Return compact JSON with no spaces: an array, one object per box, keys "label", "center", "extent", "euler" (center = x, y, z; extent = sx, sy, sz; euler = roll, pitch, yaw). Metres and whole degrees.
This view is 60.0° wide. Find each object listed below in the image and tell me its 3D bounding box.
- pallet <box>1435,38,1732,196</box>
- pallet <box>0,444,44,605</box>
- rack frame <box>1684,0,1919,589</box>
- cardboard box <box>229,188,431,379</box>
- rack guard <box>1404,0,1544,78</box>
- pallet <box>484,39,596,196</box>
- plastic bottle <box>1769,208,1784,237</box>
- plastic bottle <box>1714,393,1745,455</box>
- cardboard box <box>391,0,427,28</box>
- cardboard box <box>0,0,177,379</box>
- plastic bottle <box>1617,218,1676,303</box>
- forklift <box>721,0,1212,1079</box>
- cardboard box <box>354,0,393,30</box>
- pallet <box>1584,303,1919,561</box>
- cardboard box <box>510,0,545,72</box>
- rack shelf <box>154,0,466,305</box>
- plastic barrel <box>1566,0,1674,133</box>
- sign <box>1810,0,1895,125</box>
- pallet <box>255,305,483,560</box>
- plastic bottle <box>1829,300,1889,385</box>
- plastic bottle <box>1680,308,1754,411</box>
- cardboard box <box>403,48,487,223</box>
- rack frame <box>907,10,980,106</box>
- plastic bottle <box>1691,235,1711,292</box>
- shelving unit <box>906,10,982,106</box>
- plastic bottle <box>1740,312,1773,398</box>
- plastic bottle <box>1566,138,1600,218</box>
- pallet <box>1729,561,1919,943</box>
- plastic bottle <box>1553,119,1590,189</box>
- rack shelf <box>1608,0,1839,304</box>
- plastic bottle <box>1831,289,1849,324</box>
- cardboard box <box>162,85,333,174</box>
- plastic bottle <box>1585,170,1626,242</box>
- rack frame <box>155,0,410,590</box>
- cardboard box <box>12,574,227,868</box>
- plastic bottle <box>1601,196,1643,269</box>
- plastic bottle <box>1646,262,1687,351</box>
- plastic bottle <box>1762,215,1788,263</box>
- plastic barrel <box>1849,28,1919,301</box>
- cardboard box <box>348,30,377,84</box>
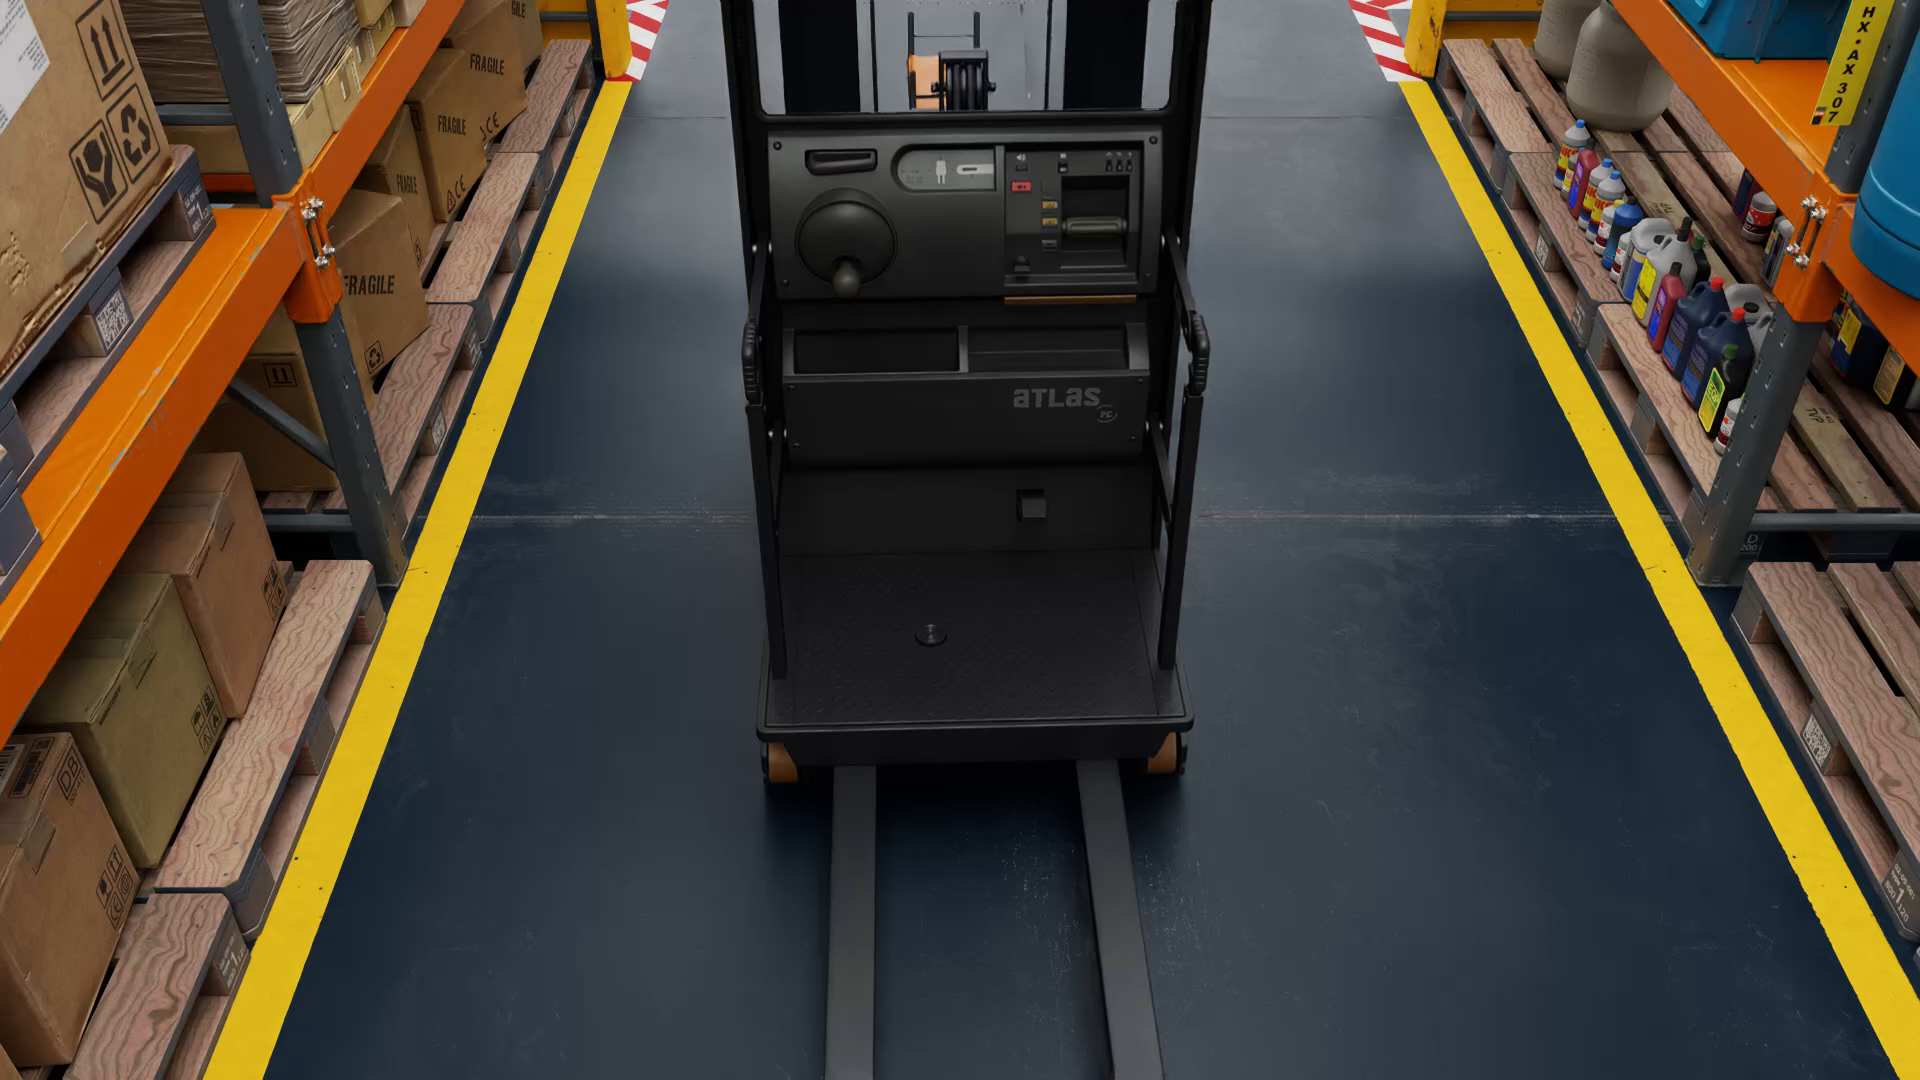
[{"label":"pallet","center":[2.784,-1.918,7.475],"extent":[1.003,0.211,1.213],"euler":[0,39,0]},{"label":"pallet","center":[-2.245,0.282,2.653],"extent":[1.003,0.211,1.213],"euler":[0,39,0]},{"label":"rack frame","center":[2.746,-1.060,4.174],"extent":[1.000,3.000,0.127],"euler":[0,39,0]},{"label":"cardboard box","center":[-2.176,-0.854,5.580],"extent":[0.500,0.500,0.500],"euler":[12,40,14]},{"label":"rack guard","center":[2.789,-2.539,8.018],"extent":[1.175,0.500,0.348],"euler":[0,39,0]},{"label":"pallet","center":[-2.246,-1.914,7.470],"extent":[1.003,0.211,1.213],"euler":[0,39,0]},{"label":"plastic bottle","center":[3.155,-1.278,6.272],"extent":[0.152,0.276,0.135],"euler":[-1,39,-1]},{"label":"plastic bottle","center":[2.434,-0.367,5.195],"extent":[0.097,0.201,0.097],"euler":[0,39,0]},{"label":"cardboard box","center":[-1.890,-1.719,5.197],"extent":[0.380,0.149,0.250],"euler":[0,39,0]},{"label":"cardboard box","center":[-2.346,-0.958,3.231],"extent":[1.000,1.000,1.000],"euler":[0,39,0]},{"label":"plastic bottle","center":[2.460,-0.995,5.920],"extent":[0.152,0.276,0.135],"euler":[1,39,1]},{"label":"forklift","center":[0.024,-0.701,3.781],"extent":[1.130,2.935,3.031],"euler":[-1,39,-2]},{"label":"cardboard box","center":[-2.111,-1.806,4.787],"extent":[0.875,0.500,0.500],"euler":[0,39,0]},{"label":"pallet","center":[2.787,-0.392,5.571],"extent":[1.003,0.211,1.213],"euler":[0,39,0]},{"label":"cardboard box","center":[-2.227,-2.356,7.454],"extent":[0.500,0.500,0.500],"euler":[7,39,8]},{"label":"rack shelf","center":[-2.209,-2.027,5.956],"extent":[1.077,0.370,4.000],"euler":[0,39,0]},{"label":"plastic barrel","center":[2.819,-2.030,7.038],"extent":[0.421,0.512,0.421],"euler":[0,39,0]},{"label":"sign","center":[2.196,-1.175,4.096],"extent":[0.100,0.325,0.005],"euler":[0,39,0]},{"label":"pallet","center":[-2.243,-0.389,5.566],"extent":[1.003,0.211,1.213],"euler":[0,39,0]},{"label":"plastic bottle","center":[3.016,-0.703,5.495],"extent":[0.144,0.351,0.185],"euler":[0,39,0]},{"label":"plastic bottle","center":[2.457,-0.601,5.368],"extent":[0.144,0.351,0.185],"euler":[-1,39,-1]},{"label":"cardboard box","center":[-2.211,-1.591,6.499],"extent":[0.500,0.500,0.500],"euler":[3,39,4]},{"label":"rack frame","center":[-0.055,-1.290,5.900],"extent":[0.240,1.200,0.015],"euler":[-1,39,-2]},{"label":"plastic bottle","center":[2.559,-0.913,5.811],"extent":[0.061,0.283,0.133],"euler":[0,39,0]},{"label":"shelving unit","center":[-0.046,-1.138,5.710],"extent":[0.258,1.200,0.503],"euler":[-1,39,-2]},{"label":"plastic bottle","center":[2.601,-0.601,5.368],"extent":[0.144,0.351,0.185],"euler":[0,39,0]},{"label":"plastic bottle","center":[2.414,-1.398,6.416],"extent":[0.061,0.283,0.133],"euler":[1,39,1]},{"label":"pallet","center":[2.786,0.519,4.434],"extent":[1.003,0.211,1.213],"euler":[0,39,0]},{"label":"plastic bottle","center":[2.432,-1.535,6.596],"extent":[0.097,0.271,0.097],"euler":[0,39,0]},{"label":"rack shelf","center":[2.744,-2.030,5.960],"extent":[1.077,0.370,4.000],"euler":[0,39,0]},{"label":"plastic bottle","center":[3.122,-0.882,5.782],"extent":[0.097,0.271,0.097],"euler":[0,39,0]},{"label":"cardboard box","center":[-1.906,-1.093,4.417],"extent":[0.380,0.149,0.250],"euler":[0,39,0]},{"label":"plastic bottle","center":[2.433,-1.258,6.251],"extent":[0.097,0.271,0.097],"euler":[0,39,0]},{"label":"rack frame","center":[-2.207,-1.057,4.170],"extent":[1.000,3.000,0.127],"euler":[0,39,0]},{"label":"cardboard box","center":[-2.246,0.429,3.963],"extent":[0.700,0.500,0.500],"euler":[0,39,0]},{"label":"plastic bottle","center":[2.433,-1.131,6.093],"extent":[0.097,0.271,0.097],"euler":[0,39,0]},{"label":"plastic bottle","center":[2.415,-0.796,5.665],"extent":[0.061,0.283,0.133],"euler":[2,39,3]},{"label":"plastic bottle","center":[3.039,-1.118,6.132],"extent":[0.097,0.201,0.097],"euler":[0,39,0]},{"label":"plastic barrel","center":[2.444,-1.014,3.716],"extent":[0.600,0.901,0.708],"euler":[0,39,0]},{"label":"cardboard box","center":[-1.922,-1.406,4.807],"extent":[0.380,0.149,0.250],"euler":[0,39,0]}]
